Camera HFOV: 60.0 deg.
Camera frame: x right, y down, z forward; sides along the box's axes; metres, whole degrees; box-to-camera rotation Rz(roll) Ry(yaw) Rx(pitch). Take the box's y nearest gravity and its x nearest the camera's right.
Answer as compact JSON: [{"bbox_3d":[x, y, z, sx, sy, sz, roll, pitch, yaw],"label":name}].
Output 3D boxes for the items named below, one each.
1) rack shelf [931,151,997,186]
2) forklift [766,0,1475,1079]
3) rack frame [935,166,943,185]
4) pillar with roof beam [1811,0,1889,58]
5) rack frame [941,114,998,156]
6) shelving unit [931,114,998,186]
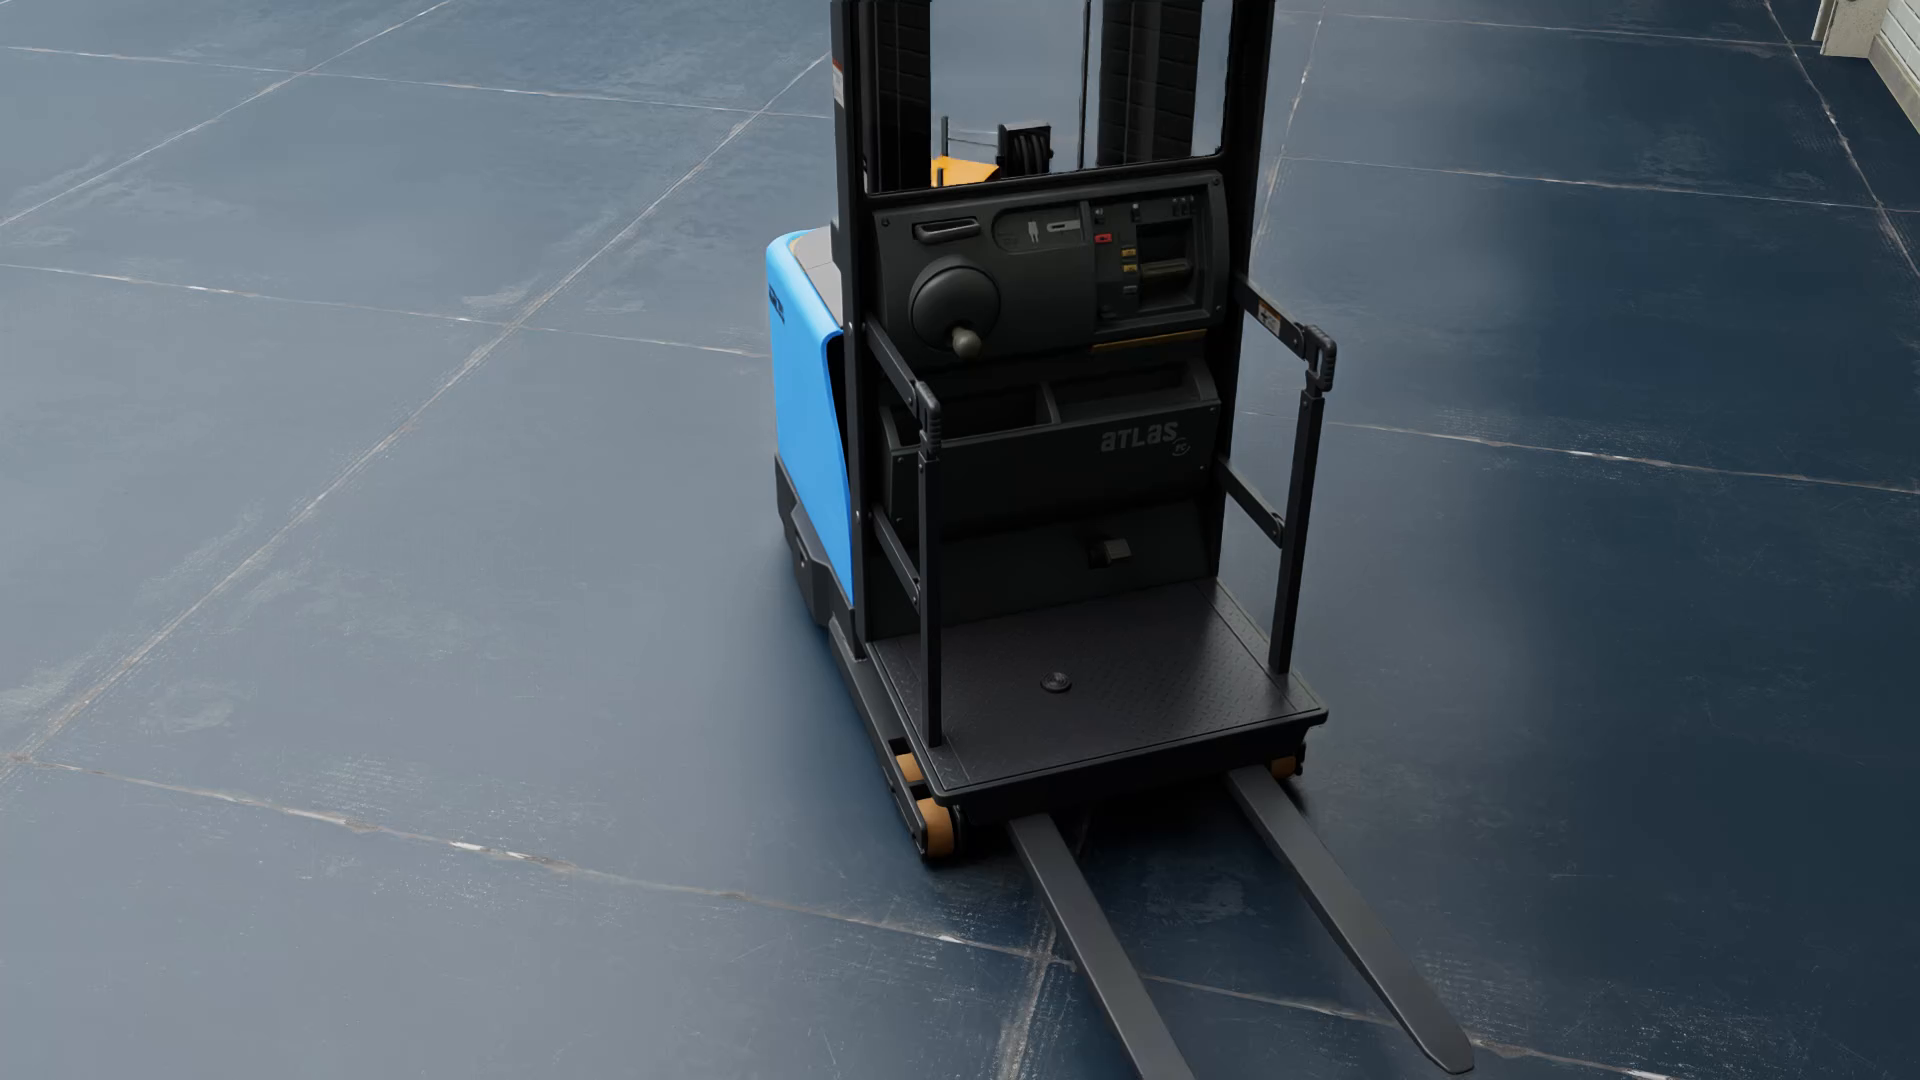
[{"bbox_3d":[-0.062,-1.184,5.762,0.258,0.148,0.480,14,35,21],"label":"rack shelf"},{"bbox_3d":[0.313,-0.635,4.017,1.130,2.935,3.031,-10,34,-15],"label":"forklift"},{"bbox_3d":[-0.168,-0.735,5.787,0.240,1.200,0.015,14,35,21],"label":"rack frame"},{"bbox_3d":[1.542,-7.567,9.265,9.100,9.000,0.400,8,33,12],"label":"pillar with roof beam"},{"bbox_3d":[0.043,-0.971,6.159,0.240,1.200,0.015,14,35,21],"label":"rack frame"},{"bbox_3d":[-0.062,-0.853,5.973,0.258,1.200,0.503,14,35,21],"label":"shelving unit"}]
